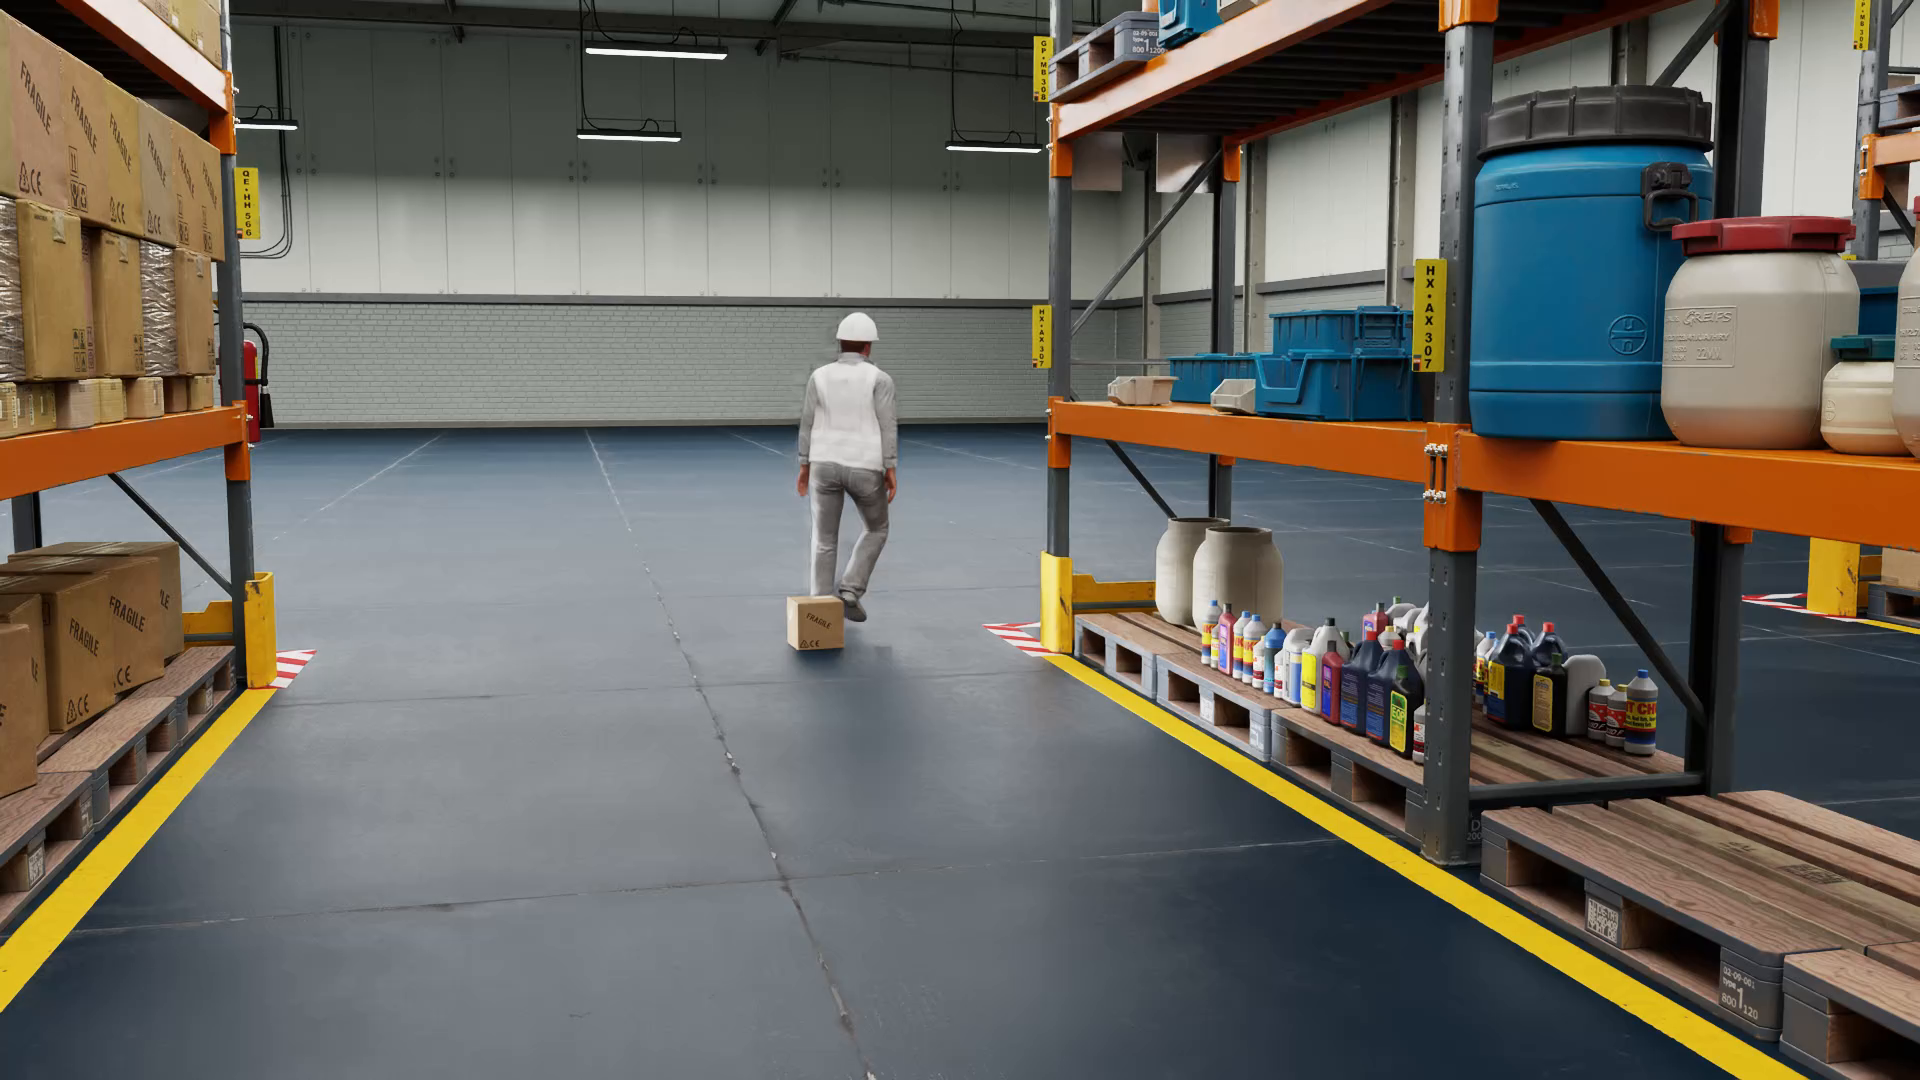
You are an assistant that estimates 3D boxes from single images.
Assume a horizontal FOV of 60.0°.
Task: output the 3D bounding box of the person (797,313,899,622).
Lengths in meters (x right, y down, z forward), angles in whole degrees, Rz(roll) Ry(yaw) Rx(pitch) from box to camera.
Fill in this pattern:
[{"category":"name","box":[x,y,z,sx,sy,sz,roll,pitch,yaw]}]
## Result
[{"category":"person","box":[-0.639,-0.394,9.452,0.606,1.779,0.508,1,6,5]}]
